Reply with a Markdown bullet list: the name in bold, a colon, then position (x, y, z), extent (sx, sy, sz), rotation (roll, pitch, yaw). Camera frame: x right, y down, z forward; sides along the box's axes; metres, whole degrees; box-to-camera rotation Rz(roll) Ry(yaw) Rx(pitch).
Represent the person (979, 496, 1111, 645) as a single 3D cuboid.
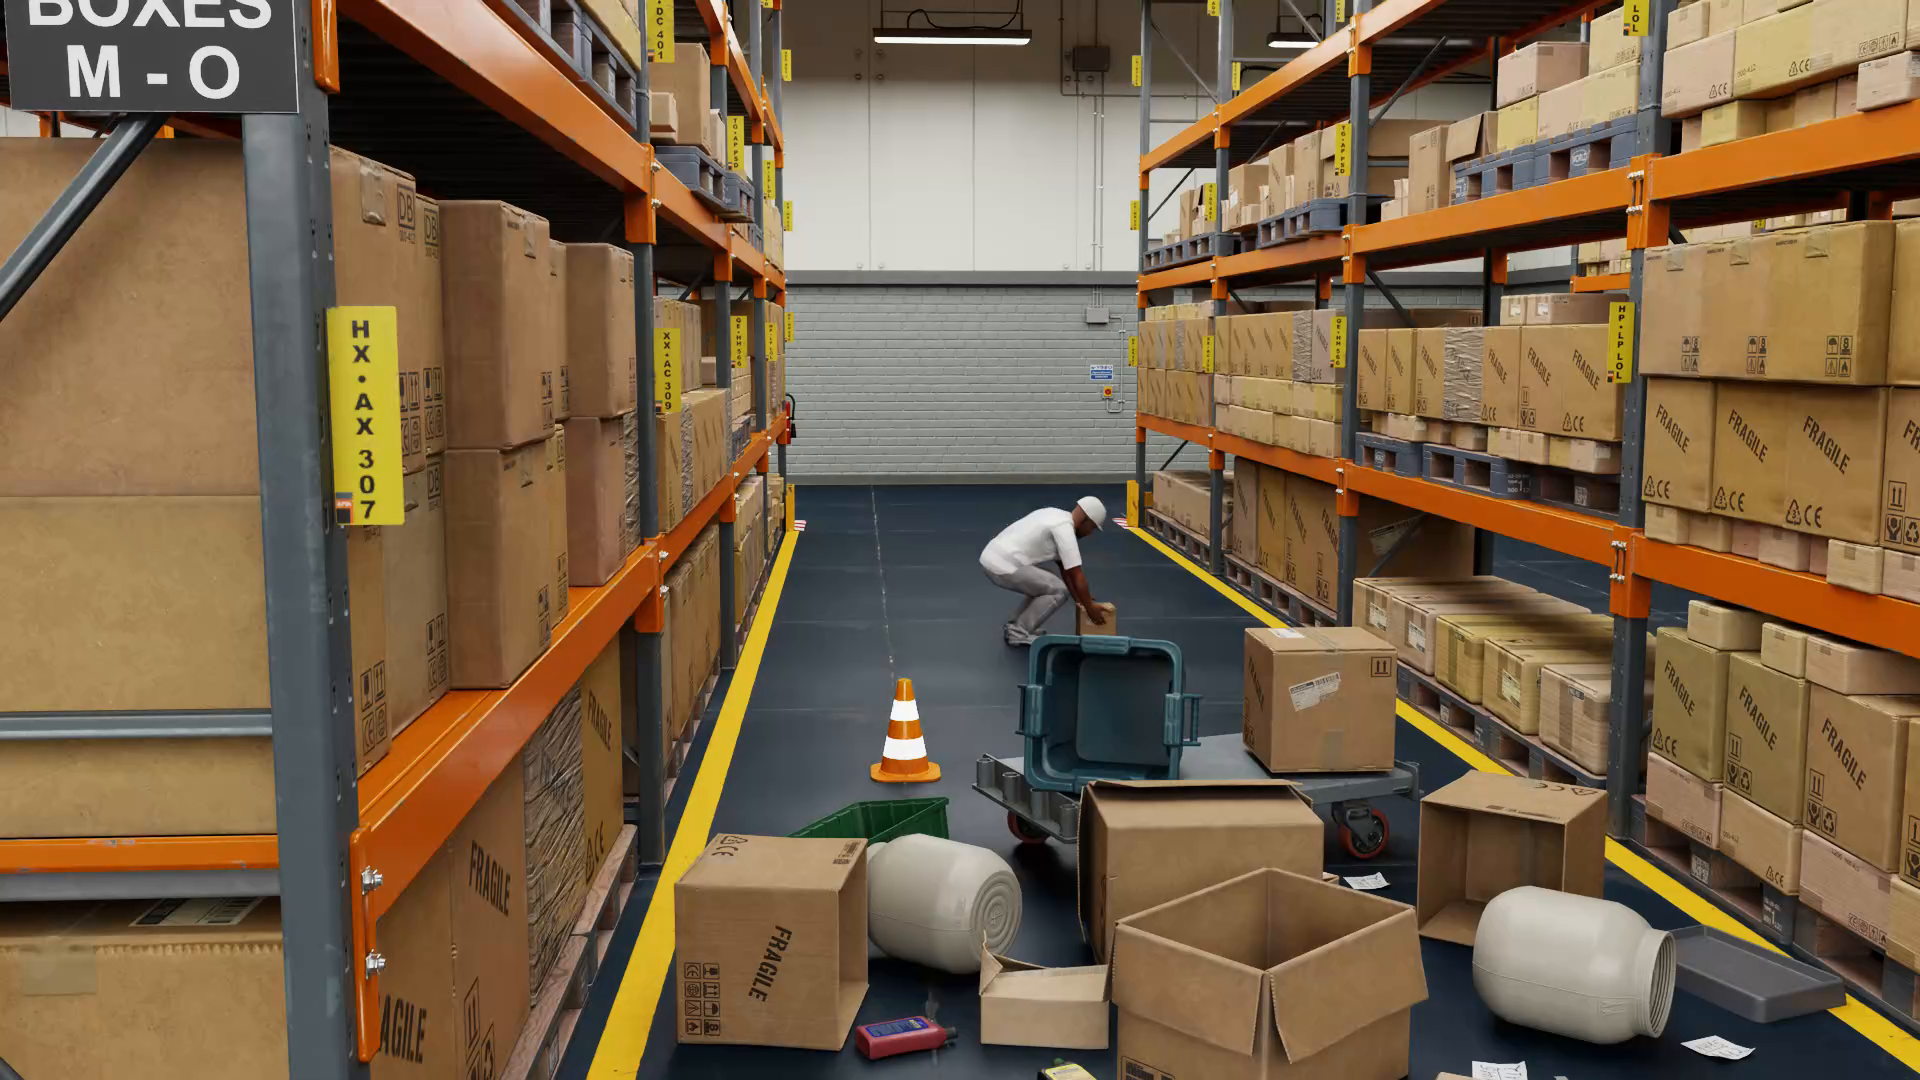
- **person**: position (0.581, 0.203, 11.628), extent (0.888, 1.016, 0.586), rotation (0, 7, -4)
